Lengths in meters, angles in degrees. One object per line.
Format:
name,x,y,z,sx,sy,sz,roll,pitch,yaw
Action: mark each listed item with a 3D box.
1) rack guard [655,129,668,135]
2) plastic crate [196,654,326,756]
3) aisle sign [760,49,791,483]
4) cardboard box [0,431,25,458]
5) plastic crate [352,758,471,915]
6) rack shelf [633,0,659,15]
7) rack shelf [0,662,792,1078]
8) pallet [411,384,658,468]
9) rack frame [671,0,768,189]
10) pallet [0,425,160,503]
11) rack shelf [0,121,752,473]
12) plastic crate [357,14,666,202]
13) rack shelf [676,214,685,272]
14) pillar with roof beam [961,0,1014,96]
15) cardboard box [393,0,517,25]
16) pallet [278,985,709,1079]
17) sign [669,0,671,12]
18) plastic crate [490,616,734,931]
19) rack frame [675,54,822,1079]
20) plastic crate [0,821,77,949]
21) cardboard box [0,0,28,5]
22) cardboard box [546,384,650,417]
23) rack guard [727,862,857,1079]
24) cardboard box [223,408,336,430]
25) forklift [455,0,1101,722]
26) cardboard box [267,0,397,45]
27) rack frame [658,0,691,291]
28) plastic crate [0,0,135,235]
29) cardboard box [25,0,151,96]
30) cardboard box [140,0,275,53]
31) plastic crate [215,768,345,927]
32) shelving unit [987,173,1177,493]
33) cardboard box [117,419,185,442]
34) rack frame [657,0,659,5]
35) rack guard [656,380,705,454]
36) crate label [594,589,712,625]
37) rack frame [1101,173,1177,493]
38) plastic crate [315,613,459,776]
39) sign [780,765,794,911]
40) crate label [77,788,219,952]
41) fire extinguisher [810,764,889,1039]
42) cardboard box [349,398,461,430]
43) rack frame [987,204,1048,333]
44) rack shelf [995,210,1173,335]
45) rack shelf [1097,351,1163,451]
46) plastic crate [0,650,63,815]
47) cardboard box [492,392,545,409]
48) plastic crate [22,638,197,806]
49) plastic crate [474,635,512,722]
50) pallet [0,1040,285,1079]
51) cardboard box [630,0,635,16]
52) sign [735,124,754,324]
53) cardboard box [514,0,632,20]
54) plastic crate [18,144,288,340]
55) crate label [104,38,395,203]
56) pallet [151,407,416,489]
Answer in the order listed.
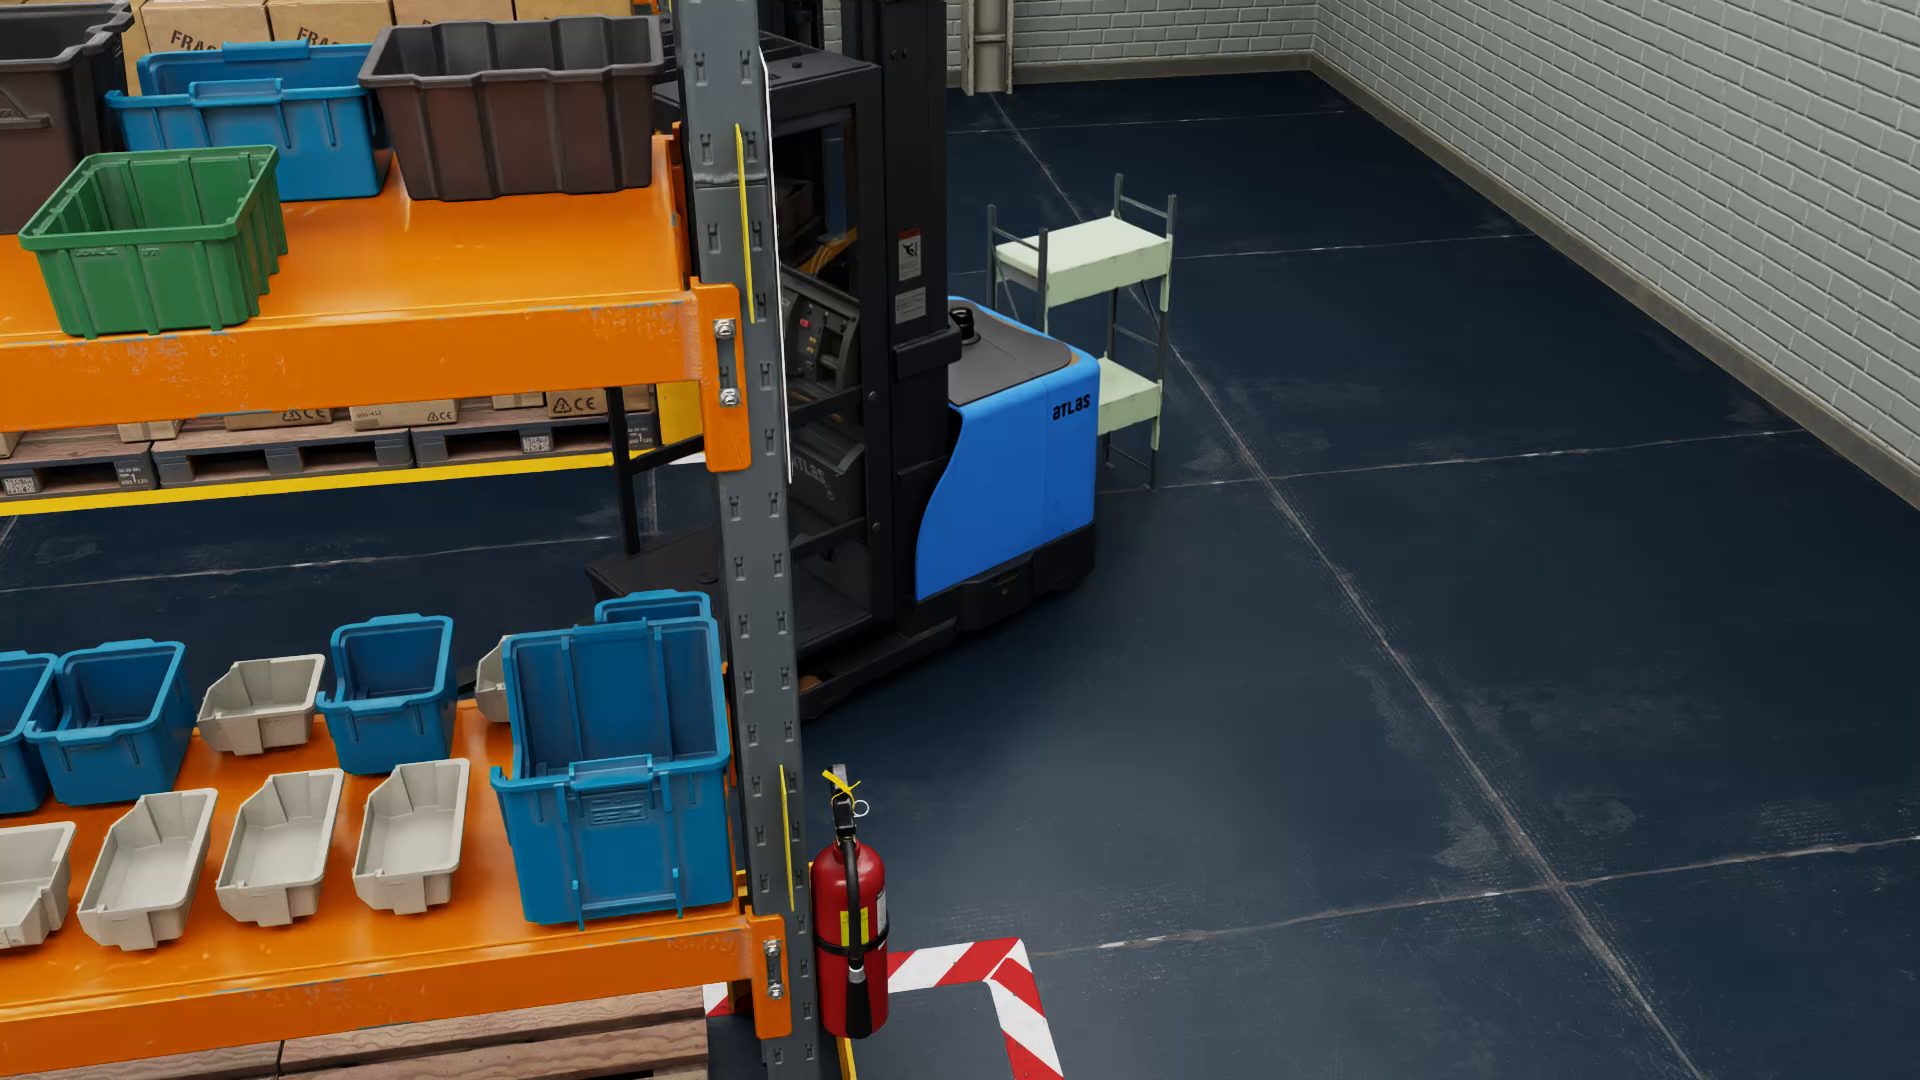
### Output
rack guard,-2.245,-3.430,13.089,0.348,0.500,1.175,-5,31,-9
plastic crate,-1.784,0.431,4.259,0.298,0.136,0.250,-5,31,-9
aisle sign,-0.360,-0.547,3.155,0.004,0.787,0.394,-5,31,-9
cardboard box,-4.855,-0.631,8.083,0.500,0.311,0.500,-5,31,-9
plastic crate,-1.254,0.687,3.823,0.243,0.136,0.396,-5,31,-9
rack shelf,-4.236,-4.012,12.324,4.000,0.370,1.077,-5,31,-9
rack shelf,-2.451,0.927,3.923,4.000,0.370,1.077,-5,31,-9
pallet,-2.231,-0.753,8.823,1.213,0.211,1.003,-5,31,-9
rack frame,-0.484,-2.151,2.531,0.127,3.000,1.000,-5,31,-9
pallet,-4.631,-0.530,8.444,1.213,0.211,1.003,-5,31,-9
rack shelf,-2.451,-0.366,3.163,4.000,0.370,1.077,-5,31,-9
plastic crate,-0.913,-0.906,3.501,0.590,0.269,0.497,-5,31,-9
rack shelf,-3.340,-1.543,8.124,4.000,0.370,1.077,-5,31,-9
pillar with roof beam,1.007,-5.622,8.434,0.400,9.000,9.100,-5,31,-9
cardboard box,-2.258,-2.285,7.592,0.500,0.500,0.500,-4,31,-8
pallet,-1.302,1.693,4.663,1.213,0.211,1.003,-5,31,-9
sign,-1.292,-2.392,7.405,0.005,0.325,0.100,-5,31,-9
plastic crate,-0.780,0.517,3.817,0.499,0.435,0.616,-5,31,-9
rack frame,-0.484,0.435,4.052,0.127,3.000,1.000,-5,31,-9
plastic crate,-2.099,0.780,3.665,0.250,0.136,0.298,-5,31,-9
cardboard box,-4.286,-2.094,7.267,0.500,0.500,0.500,-6,31,-10
cardboard box,-1.863,-0.975,8.481,0.500,0.500,0.500,-5,31,-9
rack guard,-0.463,1.503,4.700,0.348,0.500,1.175,-5,31,-9
cardboard box,-3.460,-0.958,8.448,0.637,0.503,0.797,-5,31,-9
forklift,-0.847,-0.797,6.213,3.031,2.935,1.130,-23,38,-34
cardboard box,-2.767,-2.236,7.507,0.500,0.500,0.500,-4,31,-8
rack frame,-1.373,-2.035,8.252,0.127,3.000,1.000,-5,31,-9
plastic crate,-2.036,-0.829,3.303,0.767,0.338,0.504,-5,31,-9
cardboard box,-3.780,-2.141,7.347,0.500,0.500,0.500,-6,31,-10
cardboard box,-3.272,-2.189,7.428,0.500,0.500,0.500,-4,31,-7
plastic crate,-1.541,0.706,3.790,0.243,0.136,0.396,-5,31,-9
shelving unit,0.544,-0.852,7.720,0.755,1.500,0.431,-20,36,-30
cardboard box,-4.006,-0.653,8.262,0.250,0.166,0.380,-5,31,-9
rack frame,-2.268,-4.505,12.452,0.127,3.000,1.000,-5,31,-9
rack guard,-1.447,-0.951,8.874,0.348,0.500,1.175,-5,31,-9
crate label,-0.786,0.339,4.320,0.303,0.233,0.416,-5,31,-9
rack frame,0.840,-0.961,7.905,0.023,1.500,0.400,-20,36,-30
plastic crate,-1.434,0.399,4.217,0.300,0.233,0.416,-5,31,-9
sign,-0.369,0.637,3.546,0.005,0.325,0.100,-5,31,-9
crate label,-1.811,0.744,3.726,0.243,0.136,0.396,-5,31,-9
fire extinguisher,-0.254,0.842,3.804,0.183,0.674,0.296,-5,31,-9
cardboard box,-2.803,-0.796,8.422,0.500,0.250,0.500,-5,31,-9
rack frame,0.247,-0.744,7.535,0.023,1.500,0.400,-20,36,-30
rack shelf,0.544,-1.189,7.522,0.720,0.370,0.431,-20,36,-30
rack shelf,0.544,-0.571,7.885,0.720,0.370,0.431,-20,36,-30
plastic crate,-2.377,0.487,4.069,0.300,0.233,0.416,-5,31,-9
cardboard box,-2.278,-0.839,8.579,0.250,0.166,0.380,-5,31,-9
plastic crate,-2.081,0.460,4.115,0.300,0.233,0.416,-5,31,-9
plastic crate,-1.117,0.369,4.364,0.298,0.136,0.250,-5,31,-9
pallet,-2.500,1.802,4.477,1.213,0.211,1.003,-5,31,-9
cardboard box,-1.857,-2.600,8.128,0.500,0.500,0.500,-4,31,-7
sign,-0.369,-0.541,2.854,0.005,0.325,0.100,-5,31,-9
cardboard box,-1.761,-2.332,7.671,0.500,0.500,0.500,-6,31,-9
plastic crate,-1.403,-0.535,2.950,0.336,0.188,0.450,-5,31,-9
crate label,-1.450,-0.871,3.460,0.502,0.251,0.408,-5,31,-9
pallet,-3.429,-0.643,8.636,1.213,0.211,1.003,-5,31,-9
